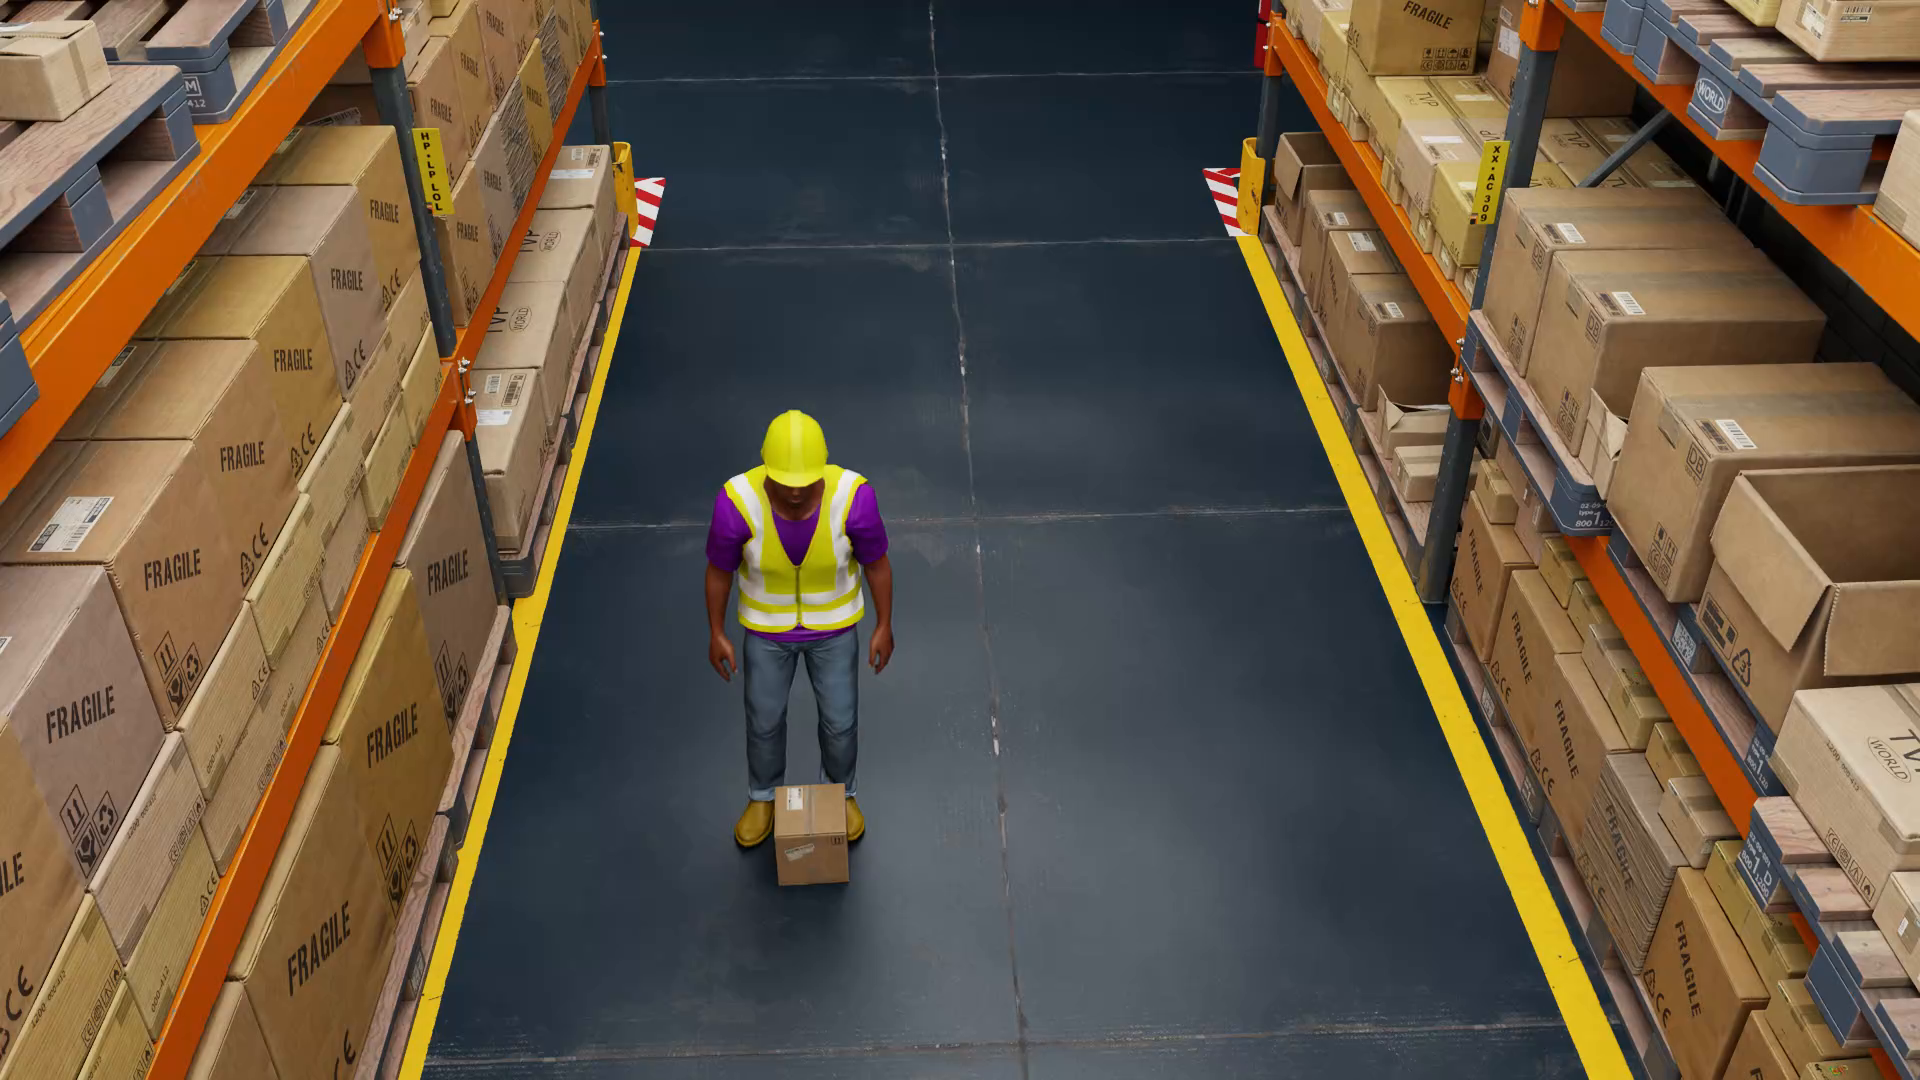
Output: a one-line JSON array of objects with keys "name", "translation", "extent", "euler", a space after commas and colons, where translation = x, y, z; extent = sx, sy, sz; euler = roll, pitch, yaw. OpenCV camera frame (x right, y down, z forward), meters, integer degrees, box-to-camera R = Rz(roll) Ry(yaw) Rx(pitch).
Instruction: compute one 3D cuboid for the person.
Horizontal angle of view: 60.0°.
[{"name": "person", "translation": [-0.544, 0.307, 5.691], "extent": [0.637, 1.761, 0.460], "euler": [-3, 35, -4]}]
